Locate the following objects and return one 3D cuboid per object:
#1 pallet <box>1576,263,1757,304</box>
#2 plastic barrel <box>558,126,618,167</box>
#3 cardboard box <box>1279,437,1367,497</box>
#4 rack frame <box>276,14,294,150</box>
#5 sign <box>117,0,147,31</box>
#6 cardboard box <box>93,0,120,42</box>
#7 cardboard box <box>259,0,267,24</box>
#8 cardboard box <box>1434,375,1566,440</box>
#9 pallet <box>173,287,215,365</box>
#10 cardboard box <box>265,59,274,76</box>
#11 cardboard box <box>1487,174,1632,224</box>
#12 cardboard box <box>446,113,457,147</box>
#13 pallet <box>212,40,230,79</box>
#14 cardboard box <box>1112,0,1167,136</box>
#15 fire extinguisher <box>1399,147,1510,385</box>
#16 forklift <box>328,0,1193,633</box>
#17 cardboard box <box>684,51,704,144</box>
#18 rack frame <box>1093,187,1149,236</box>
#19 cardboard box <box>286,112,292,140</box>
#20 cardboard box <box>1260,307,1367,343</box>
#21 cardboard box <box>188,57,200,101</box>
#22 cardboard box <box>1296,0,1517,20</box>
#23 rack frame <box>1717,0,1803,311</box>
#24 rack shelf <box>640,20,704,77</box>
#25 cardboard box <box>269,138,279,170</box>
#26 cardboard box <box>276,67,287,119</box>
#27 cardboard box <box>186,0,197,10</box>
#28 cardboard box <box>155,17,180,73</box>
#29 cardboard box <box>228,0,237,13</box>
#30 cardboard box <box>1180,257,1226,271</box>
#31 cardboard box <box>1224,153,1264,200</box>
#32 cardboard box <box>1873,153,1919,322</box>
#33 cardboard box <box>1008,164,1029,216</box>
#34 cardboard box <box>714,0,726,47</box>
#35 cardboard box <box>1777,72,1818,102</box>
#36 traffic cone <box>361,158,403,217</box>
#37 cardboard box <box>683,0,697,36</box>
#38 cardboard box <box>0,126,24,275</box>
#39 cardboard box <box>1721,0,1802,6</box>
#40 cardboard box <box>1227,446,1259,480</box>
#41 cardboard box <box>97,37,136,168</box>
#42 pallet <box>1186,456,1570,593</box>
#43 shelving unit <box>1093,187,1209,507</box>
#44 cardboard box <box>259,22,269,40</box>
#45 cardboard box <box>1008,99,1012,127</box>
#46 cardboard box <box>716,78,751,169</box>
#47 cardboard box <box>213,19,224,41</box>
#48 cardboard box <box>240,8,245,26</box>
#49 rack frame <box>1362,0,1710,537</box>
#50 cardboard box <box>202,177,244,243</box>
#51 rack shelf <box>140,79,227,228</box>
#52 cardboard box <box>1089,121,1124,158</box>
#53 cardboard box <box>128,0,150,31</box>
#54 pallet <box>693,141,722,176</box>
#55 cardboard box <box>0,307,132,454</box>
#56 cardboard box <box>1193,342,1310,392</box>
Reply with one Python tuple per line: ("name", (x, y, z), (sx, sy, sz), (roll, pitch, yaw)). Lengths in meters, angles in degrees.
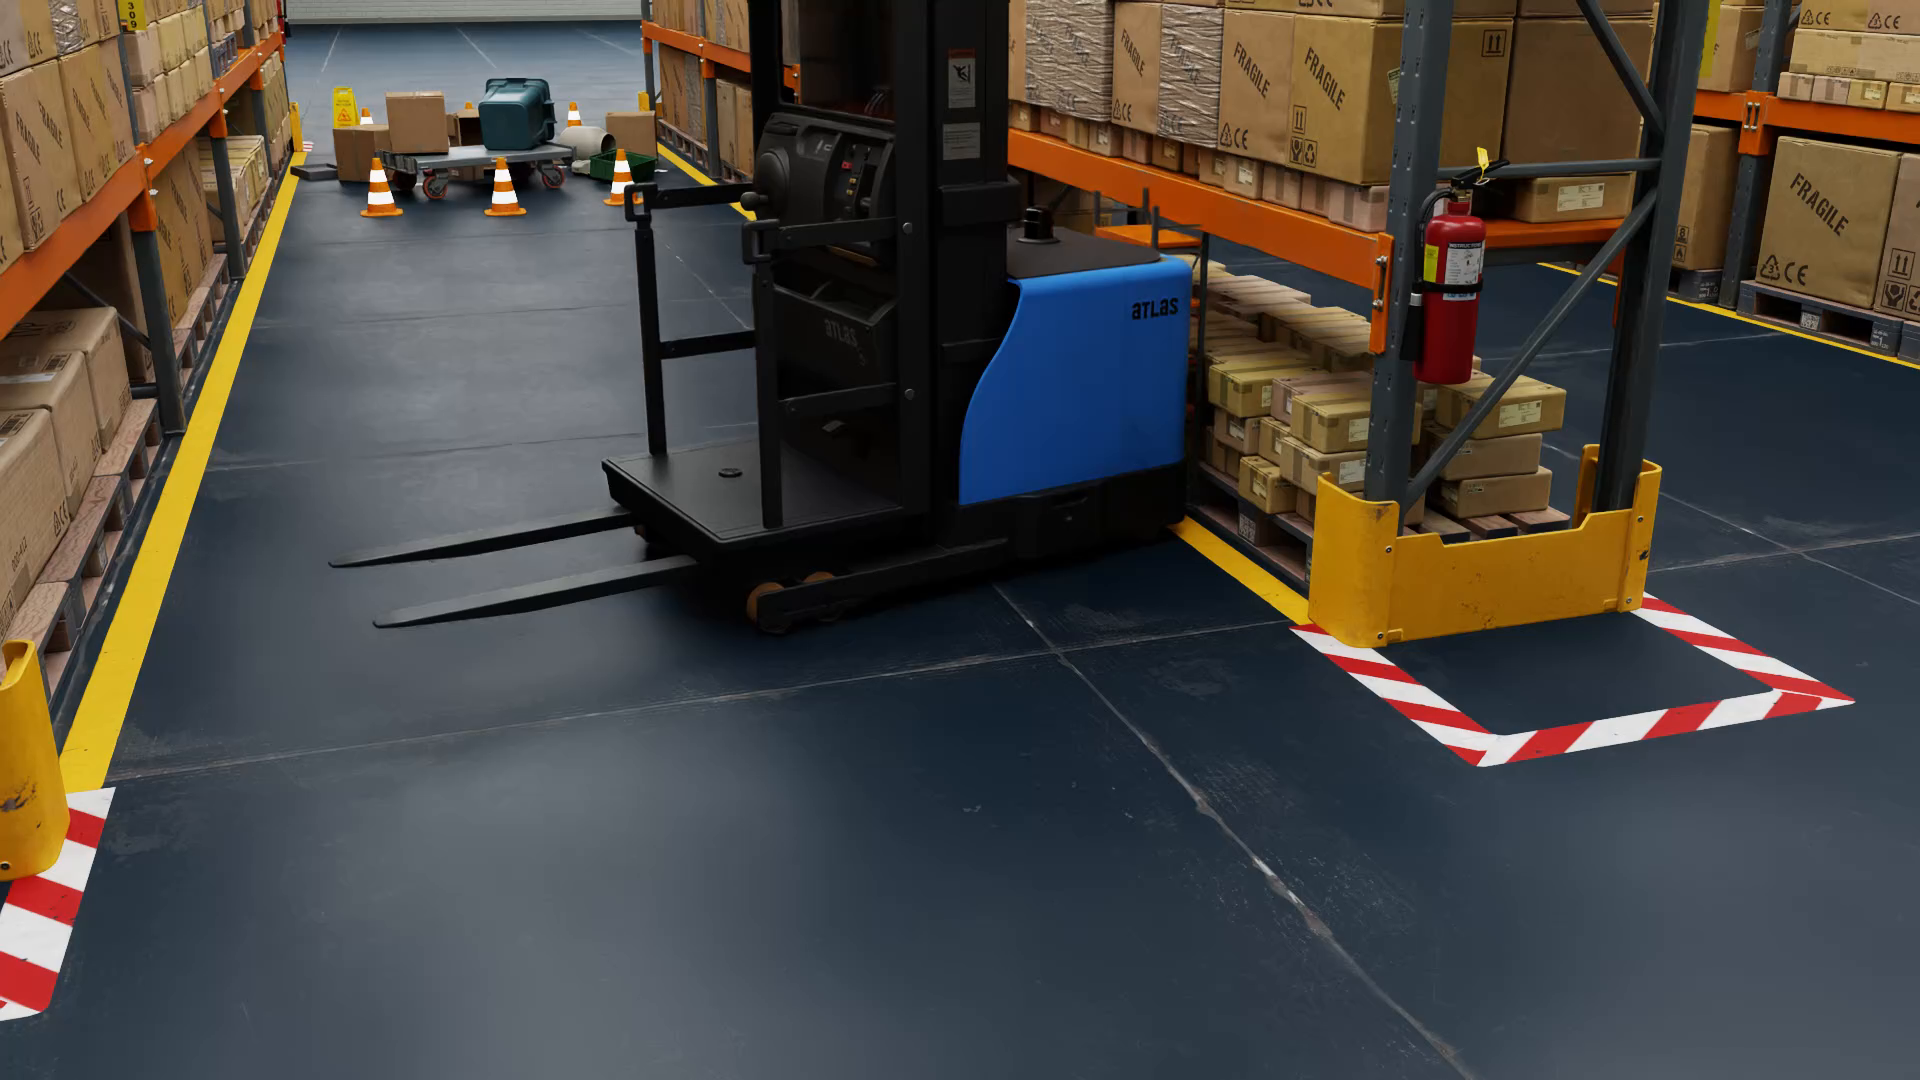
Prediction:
("pallet", (4.973, -1.849, 11.253), (1.003, 0.211, 1.213), (-6, 21, -17))
("plastic barrel", (-3.781, -3.983, 16.880), (0.512, 0.421, 0.421), (8, 21, 20))
("cardboard box", (1.367, -0.279, 5.912), (0.380, 0.149, 0.250), (-7, 21, -19))
("rack frame", (-7.893, -5.720, 17.904), (1.000, 3.000, 0.127), (-6, 21, -17))
("sign", (-3.595, -2.373, 7.189), (0.100, 0.325, 0.005), (-6, 21, -17))
("cardboard box", (-3.711, -2.265, 6.657), (0.500, 0.500, 0.500), (-7, 21, -18))
("cardboard box", (-6.835, -5.115, 15.633), (0.500, 0.500, 0.500), (-7, 21, -18))
("cardboard box", (1.961, -0.484, 6.043), (0.380, 0.149, 0.250), (-7, 21, -20))
("pallet", (-4.822, -1.189, 9.413), (1.003, 0.211, 1.213), (-6, 21, -17))
("cardboard box", (-6.798, -4.514, 15.923), (0.380, 0.149, 0.250), (-5, 20, -14))
("cardboard box", (2.013, -1.164, 5.593), (0.380, 0.149, 0.250), (-7, 21, -18))
("cardboard box", (-4.937, -4.251, 17.506), (0.637, 0.503, 0.797), (12, 23, 30))
("pallet", (-5.703, -3.280, 11.394), (1.213, 0.211, 1.003), (-6, 21, -17))
("cardboard box", (0.946, -1.936, 6.782), (0.500, 0.500, 0.500), (-5, 20, -14))
("fire extinguisher", (1.445, -0.802, 4.878), (0.296, 0.674, 0.183), (-6, 21, -17))
("forklift", (-0.651, -1.272, 5.622), (3.031, 2.935, 1.130), (-12, 23, -30))
("cardboard box", (-2.386, -4.691, 17.560), (0.875, 0.875, 0.875), (-6, 21, -17))
("rack frame", (0.651, -0.841, 6.869), (0.240, 1.200, 0.015), (-8, 20, -21))
("cardboard box", (-7.376, -4.385, 17.634), (0.500, 0.250, 0.500), (-6, 21, -17))
("cardboard box", (1.529, -0.904, 7.213), (0.380, 0.149, 0.250), (-6, 21, -16))
("cardboard box", (-4.654, -2.622, 9.501), (0.500, 0.250, 0.500), (-7, 21, -18))
("cardboard box", (1.424, -1.922, 5.263), (0.500, 0.500, 0.500), (-7, 21, -18))
("rack frame", (5.287, -2.922, 10.115), (1.000, 3.000, 0.127), (-6, 21, -17))
("rack shelf", (-2.597, -5.298, 17.794), (1.077, 0.370, 4.000), (-6, 21, -17))
("cardboard box", (-6.565, -3.558, 15.331), (0.500, 0.250, 0.500), (-7, 21, -20))
("cardboard box", (-7.226, -4.580, 17.067), (0.500, 0.500, 0.500), (-6, 21, -15))
("cardboard box", (-4.798, -3.369, 9.730), (0.500, 0.500, 0.500), (-6, 21, -16))
("cardboard box", (-4.316, -2.534, 8.517), (0.500, 0.250, 0.500), (-6, 21, -17))
("cardboard box", (-5.959, -4.372, 12.942), (0.500, 0.500, 0.500), (-6, 21, -15))
("cardboard box", (1.108, -1.320, 8.370), (0.380, 0.149, 0.250), (-7, 21, -18))
("cardboard box", (1.195, -1.342, 6.088), (0.380, 0.149, 0.250), (-6, 21, -16))
("cardboard box", (5.701, -1.611, 8.985), (0.875, 0.875, 0.875), (-6, 21, -17))
("cardboard box", (0.072, -2.014, 9.553), (0.500, 0.250, 0.500), (-7, 21, -19))
("cardboard box", (-1.899, -4.683, 14.868), (0.500, 0.500, 0.500), (-6, 21, -17))
("cardboard box", (5.064, -2.674, 9.794), (0.380, 0.149, 0.250), (-6, 21, -17))
("traffic cone", (-4.917, -2.993, 14.066), (0.336, 0.463, 0.334), (-6, 21, -17))
("cardboard box", (-2.290, -5.357, 16.671), (0.875, 0.550, 0.550), (-6, 21, -17))
("cardboard box", (-2.928, -0.977, 4.550), (0.500, 0.500, 0.500), (-7, 21, -18))
("cardboard box", (5.078, -3.645, 10.496), (0.797, 0.503, 0.637), (-7, 21, -19))
("cardboard box", (1.262, -0.312, 6.445), (0.380, 0.149, 0.250), (-6, 21, -17))
("cardboard box", (-3.733, -1.795, 6.827), (0.500, 0.500, 0.500), (-6, 21, -17))
("pallet", (1.558, -0.120, 6.439), (1.003, 0.211, 1.213), (-6, 21, -17))
("shelving unit", (0.742, -0.767, 6.655), (0.258, 1.200, 0.503), (-8, 20, -21))
("cardboard box", (-6.823, -4.865, 15.895), (0.380, 0.149, 0.250), (-6, 21, -17))
("cardboard box", (0.325, -2.184, 8.430), (0.380, 0.149, 0.250), (-6, 21, -15))
("cardboard box", (-1.688, -3.944, 15.666), (1.050, 0.750, 0.750), (-6, 21, -17))
("cardboard box", (-5.470, -3.634, 11.846), (0.380, 0.149, 0.250), (-6, 21, -17))
("cardboard box", (-6.212, -4.380, 13.924), (0.380, 0.149, 0.250), (-6, 21, -16))
("rack frame", (1.804, -1.144, 5.164), (1.000, 3.000, 0.127), (-6, 21, -17))
("cardboard box", (-5.546, -2.296, 11.638), (0.950, 0.372, 0.625), (-8, 21, -21))
("rack shelf", (-4.750, -2.172, 9.092), (1.077, 0.370, 4.000), (-6, 21, -17))
("cardboard box", (0.785, -1.766, 7.268), (0.380, 0.149, 0.250), (-5, 20, -15))
("cardboard box", (-3.986, -2.559, 7.475), (0.500, 0.500, 0.500), (-6, 21, -17))
("pallet", (-2.133, -3.935, 17.059), (1.003, 0.211, 1.213), (-6, 21, -17))
("cardboard box", (-4.026, -0.648, 6.953), (0.875, 0.438, 0.875), (-7, 21, -18))
("cardboard box", (1.149, -0.669, 6.558), (0.380, 0.149, 0.250), (-7, 21, -19))
